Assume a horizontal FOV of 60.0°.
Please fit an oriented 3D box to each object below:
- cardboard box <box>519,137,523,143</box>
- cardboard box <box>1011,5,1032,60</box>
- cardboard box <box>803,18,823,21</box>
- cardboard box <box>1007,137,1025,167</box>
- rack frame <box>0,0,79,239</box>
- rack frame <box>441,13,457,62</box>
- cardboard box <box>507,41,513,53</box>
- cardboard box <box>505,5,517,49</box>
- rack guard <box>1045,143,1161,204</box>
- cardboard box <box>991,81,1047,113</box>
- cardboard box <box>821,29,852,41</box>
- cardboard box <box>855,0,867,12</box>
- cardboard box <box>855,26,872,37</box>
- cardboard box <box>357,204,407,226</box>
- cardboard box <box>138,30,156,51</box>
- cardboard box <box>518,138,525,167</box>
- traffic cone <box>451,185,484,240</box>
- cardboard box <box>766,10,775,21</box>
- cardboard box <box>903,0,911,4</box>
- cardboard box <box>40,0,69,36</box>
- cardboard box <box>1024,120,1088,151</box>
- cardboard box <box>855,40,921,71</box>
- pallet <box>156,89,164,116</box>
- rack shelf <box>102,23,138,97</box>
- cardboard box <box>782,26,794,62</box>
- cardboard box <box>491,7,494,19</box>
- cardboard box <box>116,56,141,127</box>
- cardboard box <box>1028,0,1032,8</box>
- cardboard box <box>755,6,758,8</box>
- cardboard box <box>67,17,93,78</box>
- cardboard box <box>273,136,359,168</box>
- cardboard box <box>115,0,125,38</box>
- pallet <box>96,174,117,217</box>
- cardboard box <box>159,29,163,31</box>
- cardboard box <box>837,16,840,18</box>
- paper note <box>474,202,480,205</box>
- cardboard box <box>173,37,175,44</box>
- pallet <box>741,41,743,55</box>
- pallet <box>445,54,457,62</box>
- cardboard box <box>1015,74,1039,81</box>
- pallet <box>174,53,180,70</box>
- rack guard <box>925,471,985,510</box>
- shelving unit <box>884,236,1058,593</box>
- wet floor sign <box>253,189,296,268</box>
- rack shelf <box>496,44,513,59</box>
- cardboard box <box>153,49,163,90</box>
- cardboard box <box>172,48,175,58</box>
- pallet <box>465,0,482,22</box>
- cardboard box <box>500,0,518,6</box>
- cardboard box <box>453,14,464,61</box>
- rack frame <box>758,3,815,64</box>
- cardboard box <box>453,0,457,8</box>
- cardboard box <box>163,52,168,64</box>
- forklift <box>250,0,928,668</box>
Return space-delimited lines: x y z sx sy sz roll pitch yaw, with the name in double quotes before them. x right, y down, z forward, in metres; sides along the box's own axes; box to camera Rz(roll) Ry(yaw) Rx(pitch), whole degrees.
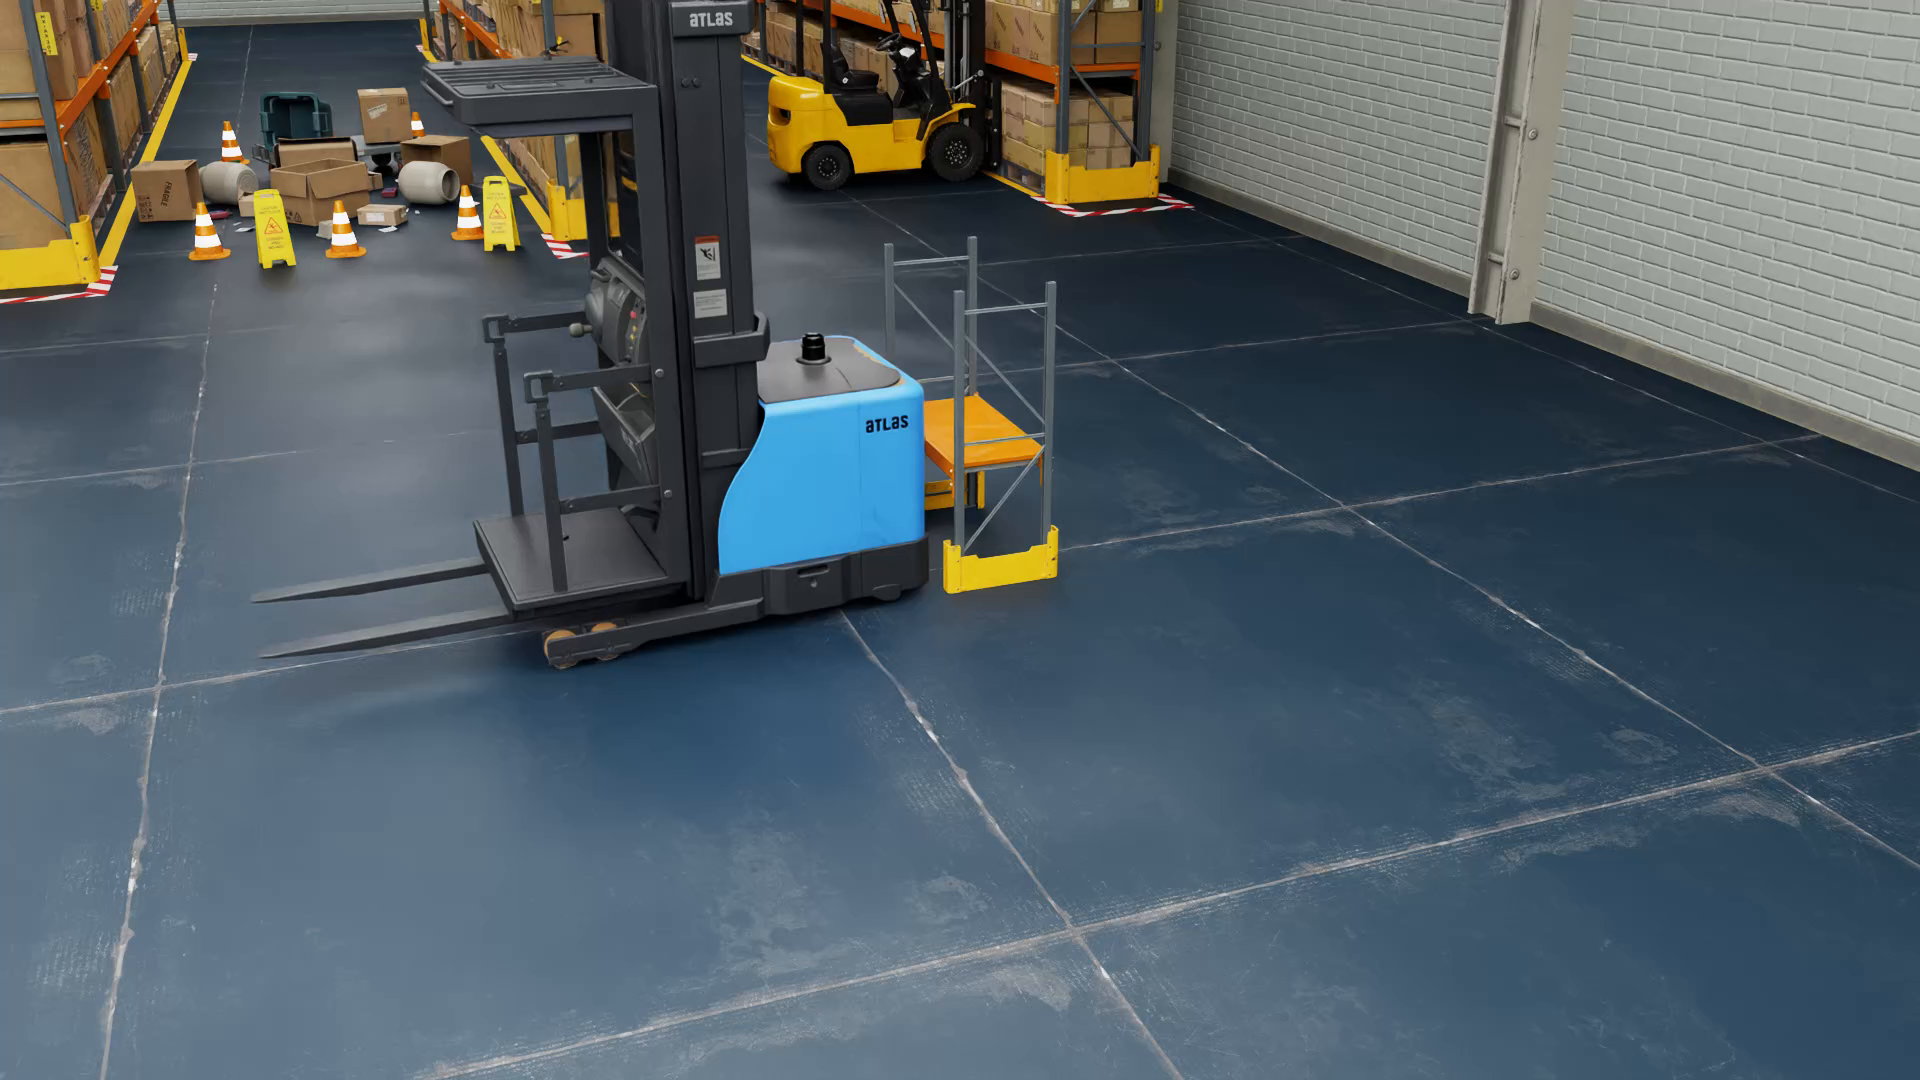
"cardboard box" -4.447 -4.513 17.629 0.500 0.500 0.500 -7 24 -17
"cardboard box" 0.858 -5.293 17.317 0.500 0.500 0.500 -8 24 -17
"cardboard box" -2.266 -7.888 25.446 0.380 0.149 0.250 -8 24 -19
"cardboard box" 0.824 -4.150 17.734 0.500 0.250 0.500 -8 24 -19
"rack frame" -7.785 -3.516 13.230 1.000 3.000 0.127 -8 24 -19
"rack frame" -7.429 -8.592 25.273 1.000 3.000 0.127 -8 24 -19
"cardboard box" -4.654 -5.326 17.848 0.380 0.149 0.250 -8 24 -17
"cardboard box" -4.344 -5.307 16.967 0.500 0.500 0.500 -9 24 -19
"rack guard" 1.461 -3.754 17.012 1.175 0.500 0.348 -8 24 -19
"cardboard box" 0.625 -4.793 17.971 0.500 0.250 0.500 -8 24 -18
"cardboard box" -1.785 -7.306 24.065 0.380 0.149 0.250 -10 25 -22
"cardboard box" -1.084 -7.187 22.134 0.500 0.250 0.500 -9 25 -21
"cardboard box" -1.335 -7.494 24.510 0.380 0.149 0.250 -8 24 -17
"cardboard box" -5.542 -3.117 15.954 0.380 0.149 0.250 4 23 9
"cardboard box" -11.355 -6.839 22.826 0.500 0.250 0.500 -7 24 -16
"cardboard box" -4.448 -4.168 17.776 0.500 0.250 0.500 -7 24 -16
"traffic cone" -4.548 -3.042 15.372 0.336 0.463 0.334 -8 24 -19
"cardboard box" -2.909 -8.448 26.774 0.380 0.149 0.250 -7 24 -16
"cardboard box" -0.373 -6.672 20.268 0.500 0.250 0.500 -9 24 -20
"cardboard box" -8.231 -4.632 14.294 0.875 0.550 0.550 -8 24 -19
"cardboard box" 0.988 -4.205 17.220 0.500 0.250 0.500 -9 24 -20
"cardboard box" -0.928 -6.455 22.721 0.875 0.625 0.625 -8 24 -17
"pallet" -11.313 -5.864 22.392 1.003 0.211 1.213 -8 24 -19
"rack shelf" -9.905 -5.364 18.542 1.077 0.370 4.000 -8 24 -19
"cardboard box" -2.457 -7.735 25.918 0.500 0.500 0.500 -9 25 -21
"cardboard box" -5.119 -6.010 18.931 0.380 0.149 0.250 -9 25 -21
"cardboard box" -10.480 -5.346 19.927 1.050 0.750 0.750 -9 24 -20
"cardboard box" 0.916 -5.538 17.064 0.380 0.149 0.250 -8 24 -18
"cardboard box" -3.713 -9.012 28.948 0.500 0.500 0.500 -8 24 -18
"cardboard box" -8.841 -4.709 15.868 0.875 0.550 0.550 -8 24 -19
"cardboard box" -6.517 -3.773 16.880 0.797 0.637 0.503 -8 24 -19
"cardboard box" -9.849 -5.979 18.944 0.500 0.500 0.500 -9 24 -20
"pallet" -9.003 -3.397 16.539 1.003 0.211 1.213 -8 24 -19
"cardboard box" -12.599 -7.846 25.868 0.380 0.149 0.250 -9 25 -21
"cardboard box" -1.890 -8.056 25.845 0.380 0.149 0.250 -8 24 -18
"paper note" -4.926 -3.402 16.782 0.142 0.019 0.148 -18 29 -37
"cardboard box" -12.798 -8.005 26.628 0.380 0.149 0.250 -9 25 -21
"pallet" -3.463 -8.683 29.080 1.003 0.211 1.213 -8 24 -19
"pallet" -7.624 -7.594 26.496 1.003 0.211 1.213 -8 24 -19
"cardboard box" 0.939 -5.053 18.590 0.500 0.250 0.500 -9 24 -20
"pallet" -13.156 -7.717 26.787 1.003 0.211 1.213 -8 24 -19
"rack guard" -0.149 -0.268 9.065 0.587 0.250 0.087 -8 24 -19
"shelving unit" 0.027 -0.663 8.393 0.587 1.500 1.083 -8 24 -19
"wet floor sign" -5.922 -2.692 14.306 0.267 0.644 0.232 -13 26 -28
"rack shelf" -3.896 -4.627 16.792 1.077 0.370 4.000 -8 24 -19
"cardboard box" -11.346 -6.497 22.980 0.500 0.500 0.500 -9 24 -20
"cardboard box" -12.610 -7.687 26.257 0.380 0.149 0.250 -9 25 -21
"pallet" -5.664 -6.806 21.282 1.213 0.211 1.003 -8 24 -19
"cardboard box" -4.023 -5.387 15.871 0.700 0.500 0.500 -9 24 -20
"cardboard box" -7.135 -7.592 25.096 0.875 0.875 0.875 -8 24 -17
"rack frame" -2.787 -9.274 26.892 1.000 3.000 0.127 -8 24 -19
"cardboard box" -6.633 -7.401 22.641 0.500 0.250 0.500 -8 24 -18
"cardboard box" -11.853 -7.069 24.406 0.380 0.149 0.250 -7 24 -17
"forklift" -1.715 -1.013 7.380 3.031 2.935 1.130 -10 25 -22
